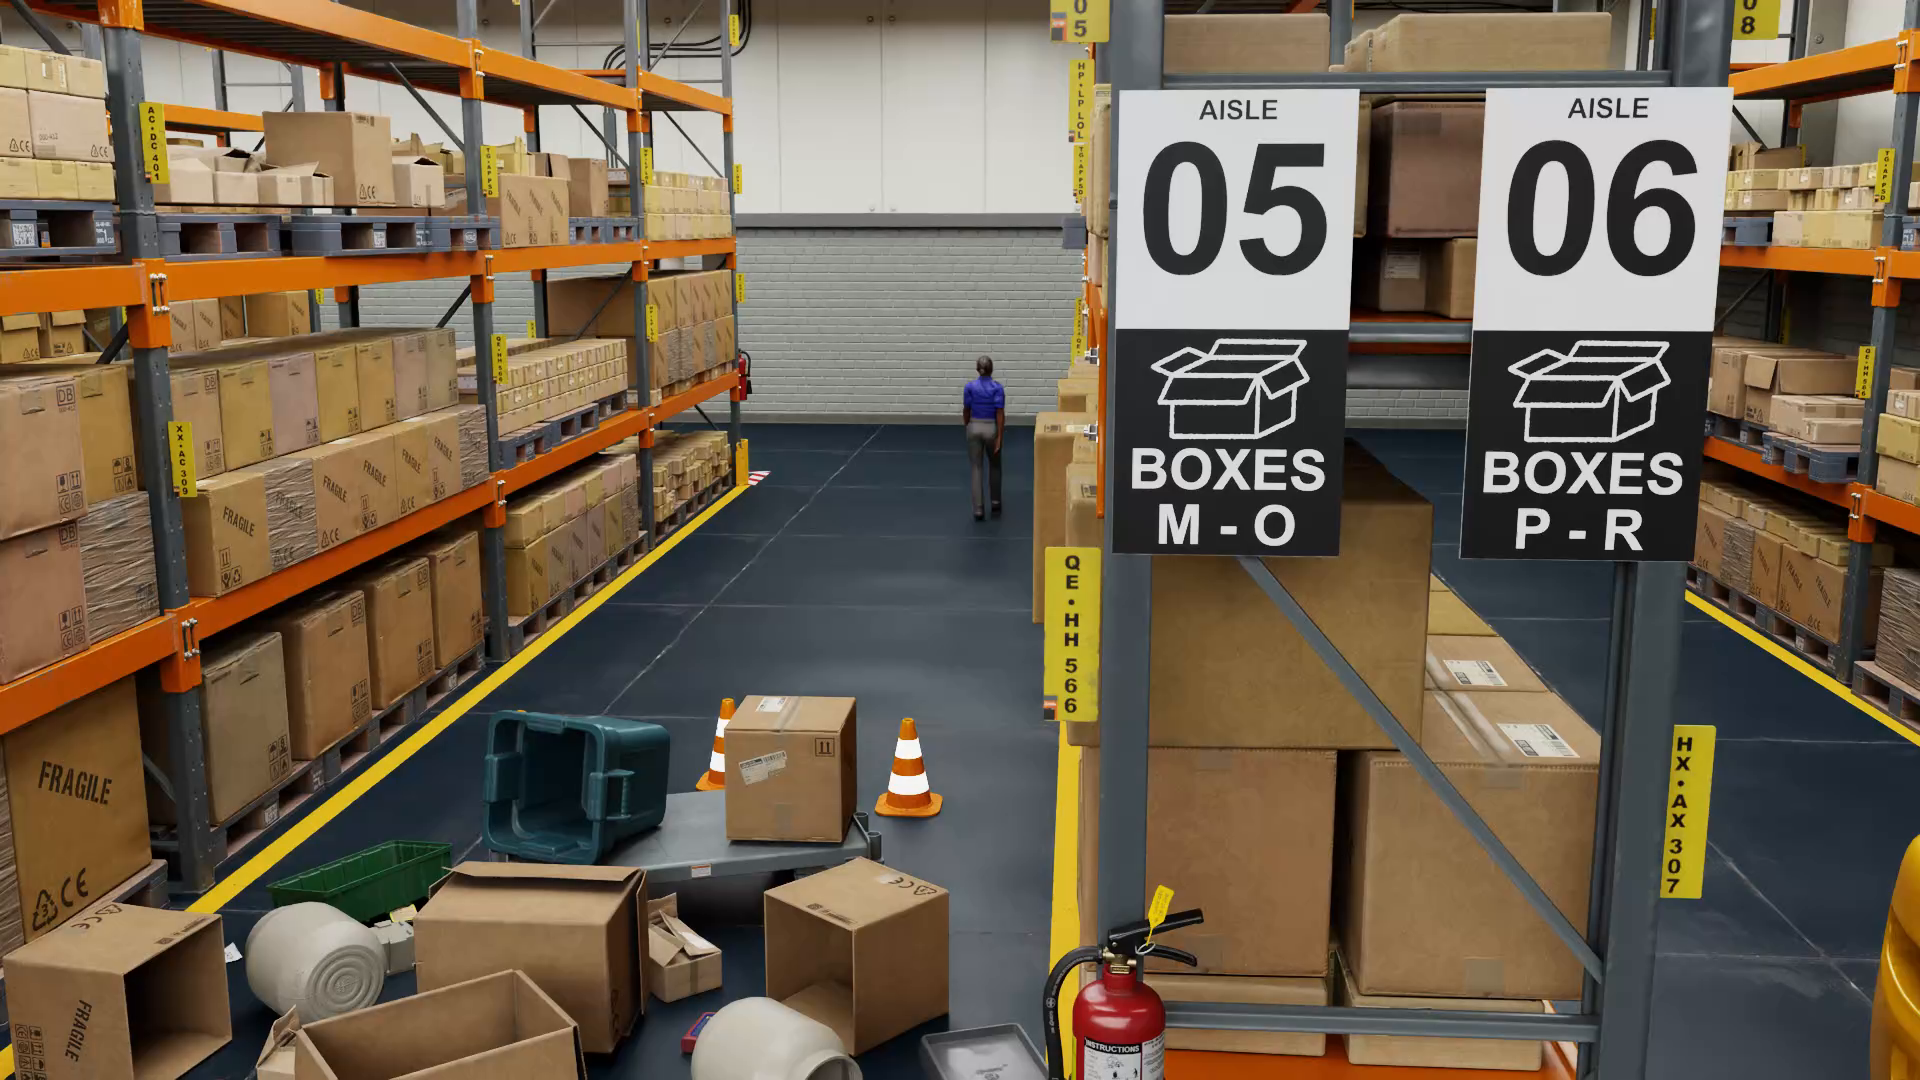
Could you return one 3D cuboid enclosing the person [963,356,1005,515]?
[{"bbox_3d":[0.250,-1.100,17.119,0.439,1.610,0.927,1,11,3],"label":"person"}]
